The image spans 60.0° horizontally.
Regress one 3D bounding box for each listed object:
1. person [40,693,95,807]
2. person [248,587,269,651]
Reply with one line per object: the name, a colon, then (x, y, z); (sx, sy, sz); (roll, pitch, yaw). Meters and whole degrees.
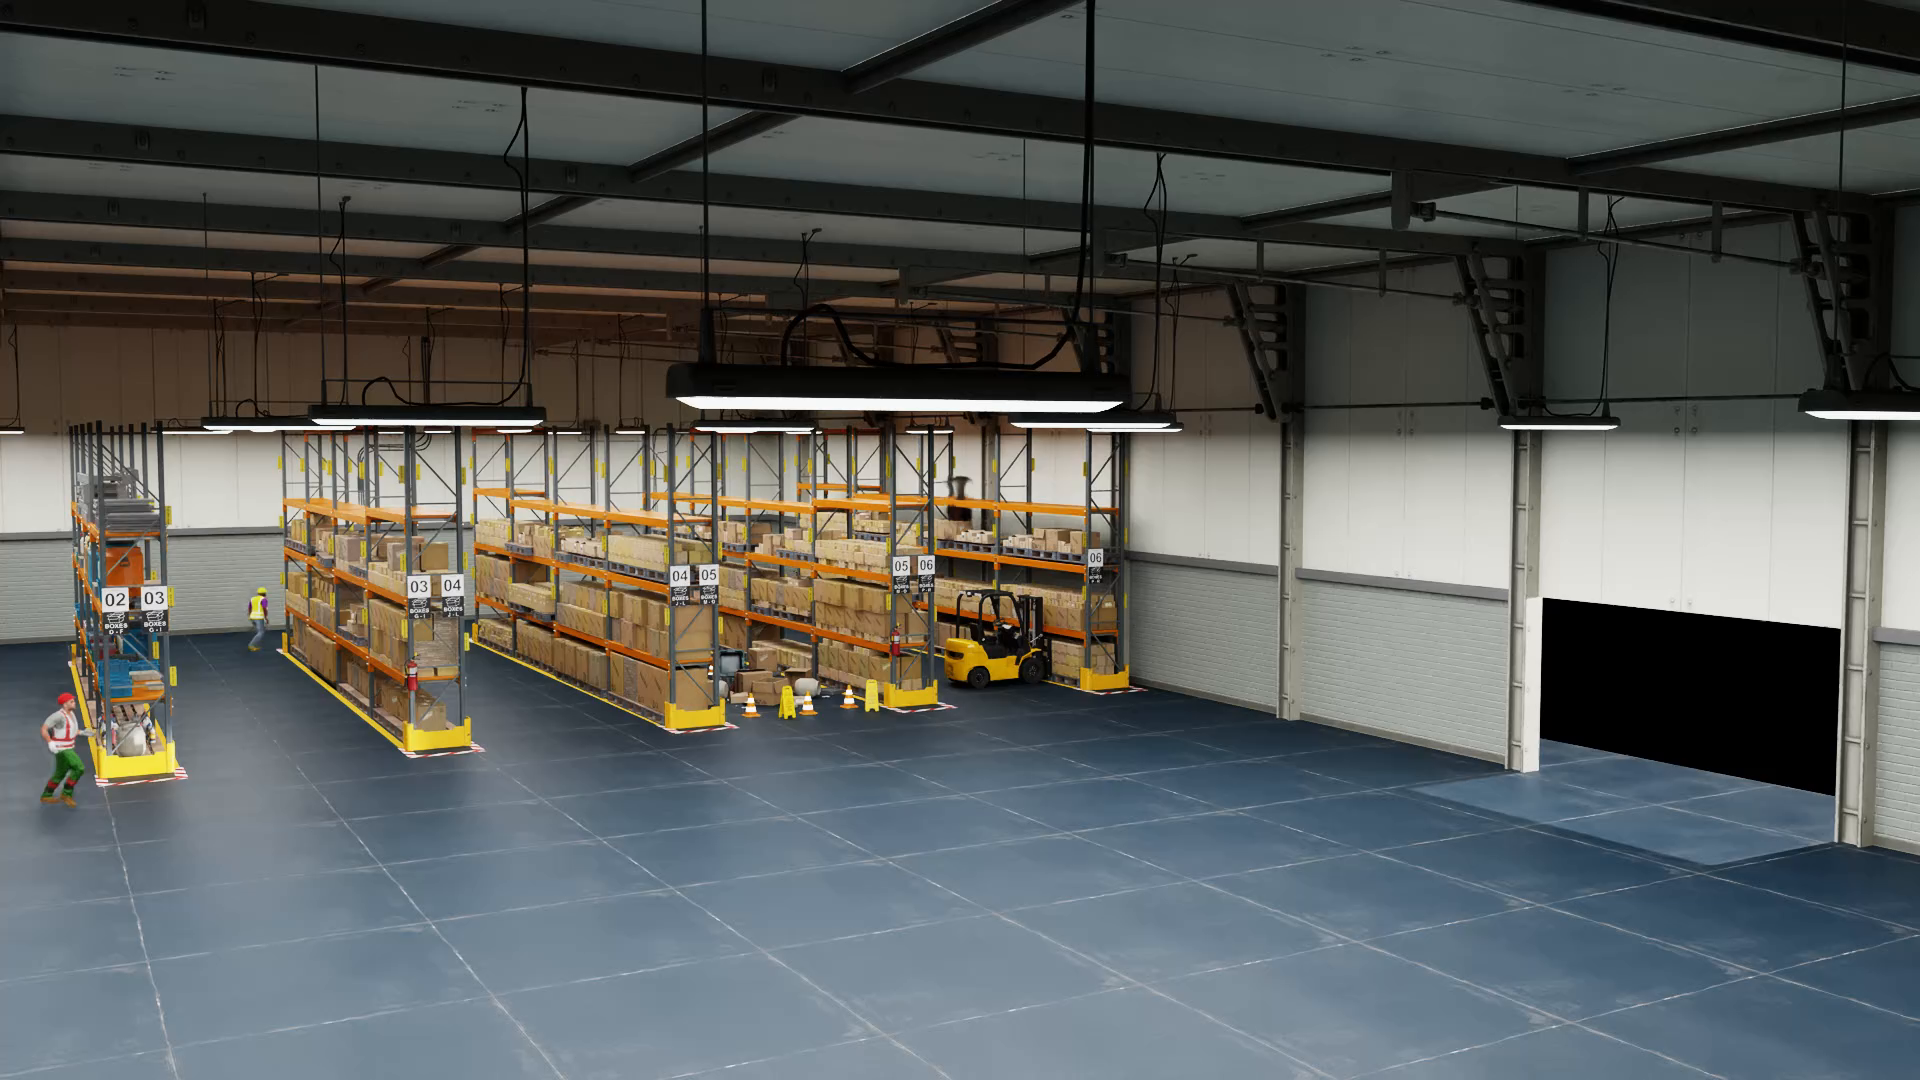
person: (-13.874, 3.259, 25.785); (0.808, 1.786, 0.595); (-1, 4, -11)
person: (-18.878, 2.130, 44.644); (0.686, 1.689, 0.719); (2, 4, 29)
